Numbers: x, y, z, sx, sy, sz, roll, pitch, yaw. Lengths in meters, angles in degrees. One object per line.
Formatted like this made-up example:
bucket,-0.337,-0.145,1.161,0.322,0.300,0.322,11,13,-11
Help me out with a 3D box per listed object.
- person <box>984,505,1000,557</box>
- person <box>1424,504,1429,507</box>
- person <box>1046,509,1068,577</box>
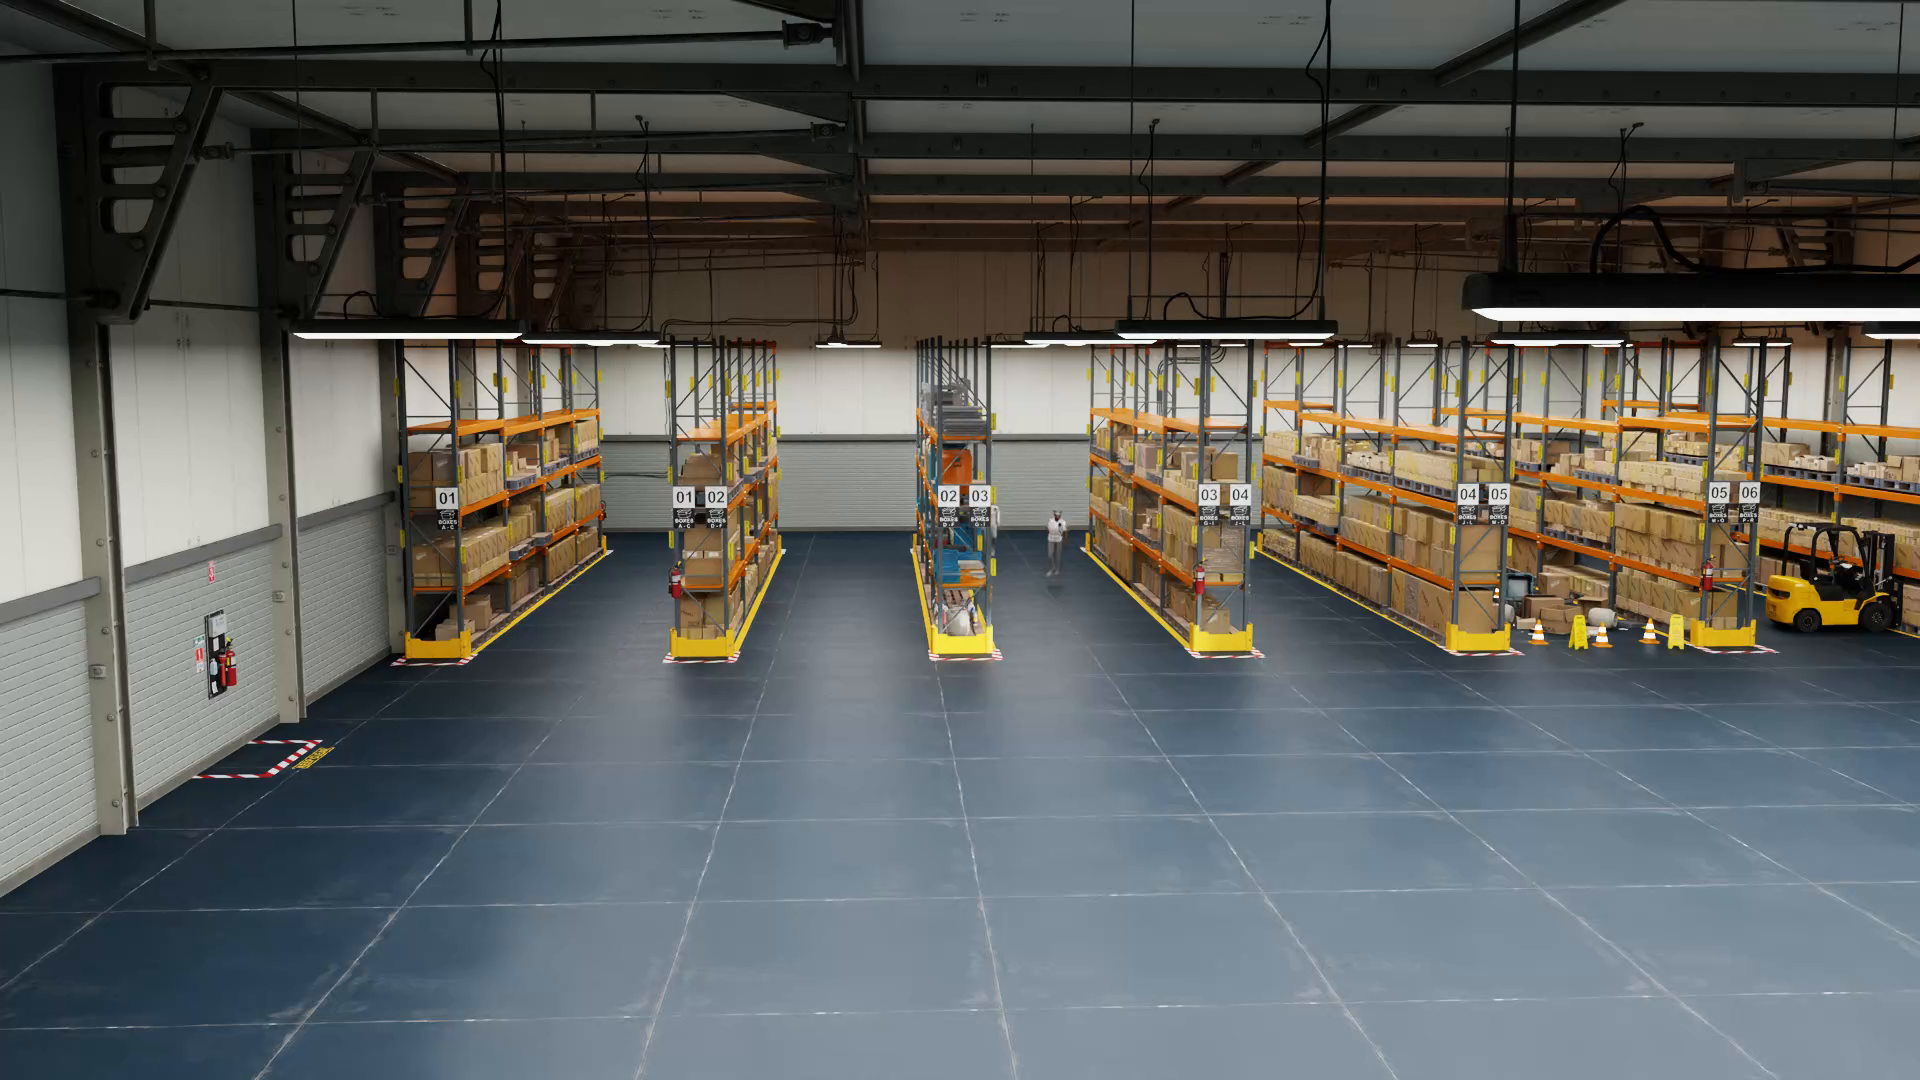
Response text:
person,0.853,-0.391,46.502,0.578,1.736,0.812,-1,7,-7
person,13.983,-0.696,49.226,0.774,1.708,0.660,-1,7,-5
person,2.344,0.069,40.271,0.559,1.654,0.727,1,7,9
